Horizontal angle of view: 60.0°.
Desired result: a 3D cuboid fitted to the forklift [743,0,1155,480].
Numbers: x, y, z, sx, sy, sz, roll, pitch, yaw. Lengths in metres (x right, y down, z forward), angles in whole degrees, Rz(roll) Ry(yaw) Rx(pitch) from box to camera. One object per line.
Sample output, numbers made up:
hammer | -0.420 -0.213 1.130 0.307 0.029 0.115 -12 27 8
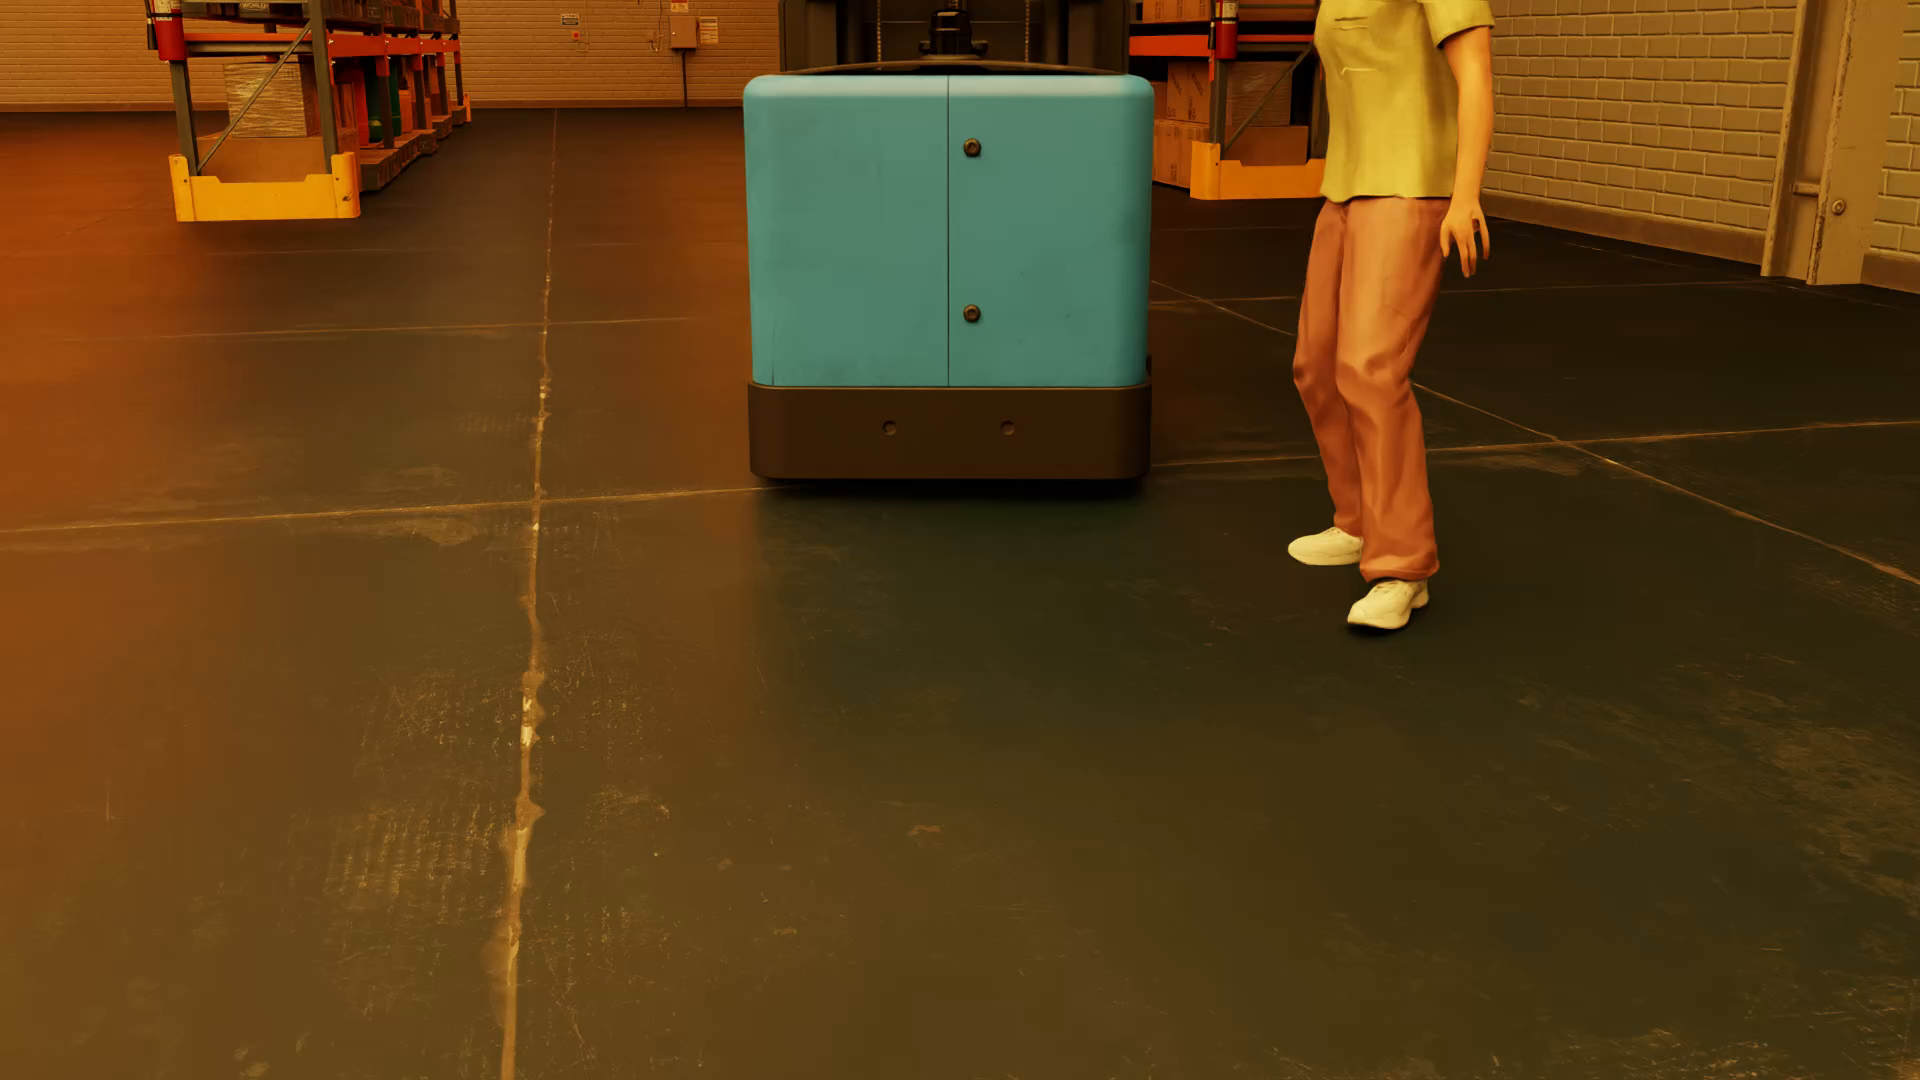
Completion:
forklift | -0.015 -1.922 5.342 1.130 2.935 3.031 0 17 0

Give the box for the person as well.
person | 0.906 -0.702 3.508 0.372 1.647 0.788 -3 17 -10
